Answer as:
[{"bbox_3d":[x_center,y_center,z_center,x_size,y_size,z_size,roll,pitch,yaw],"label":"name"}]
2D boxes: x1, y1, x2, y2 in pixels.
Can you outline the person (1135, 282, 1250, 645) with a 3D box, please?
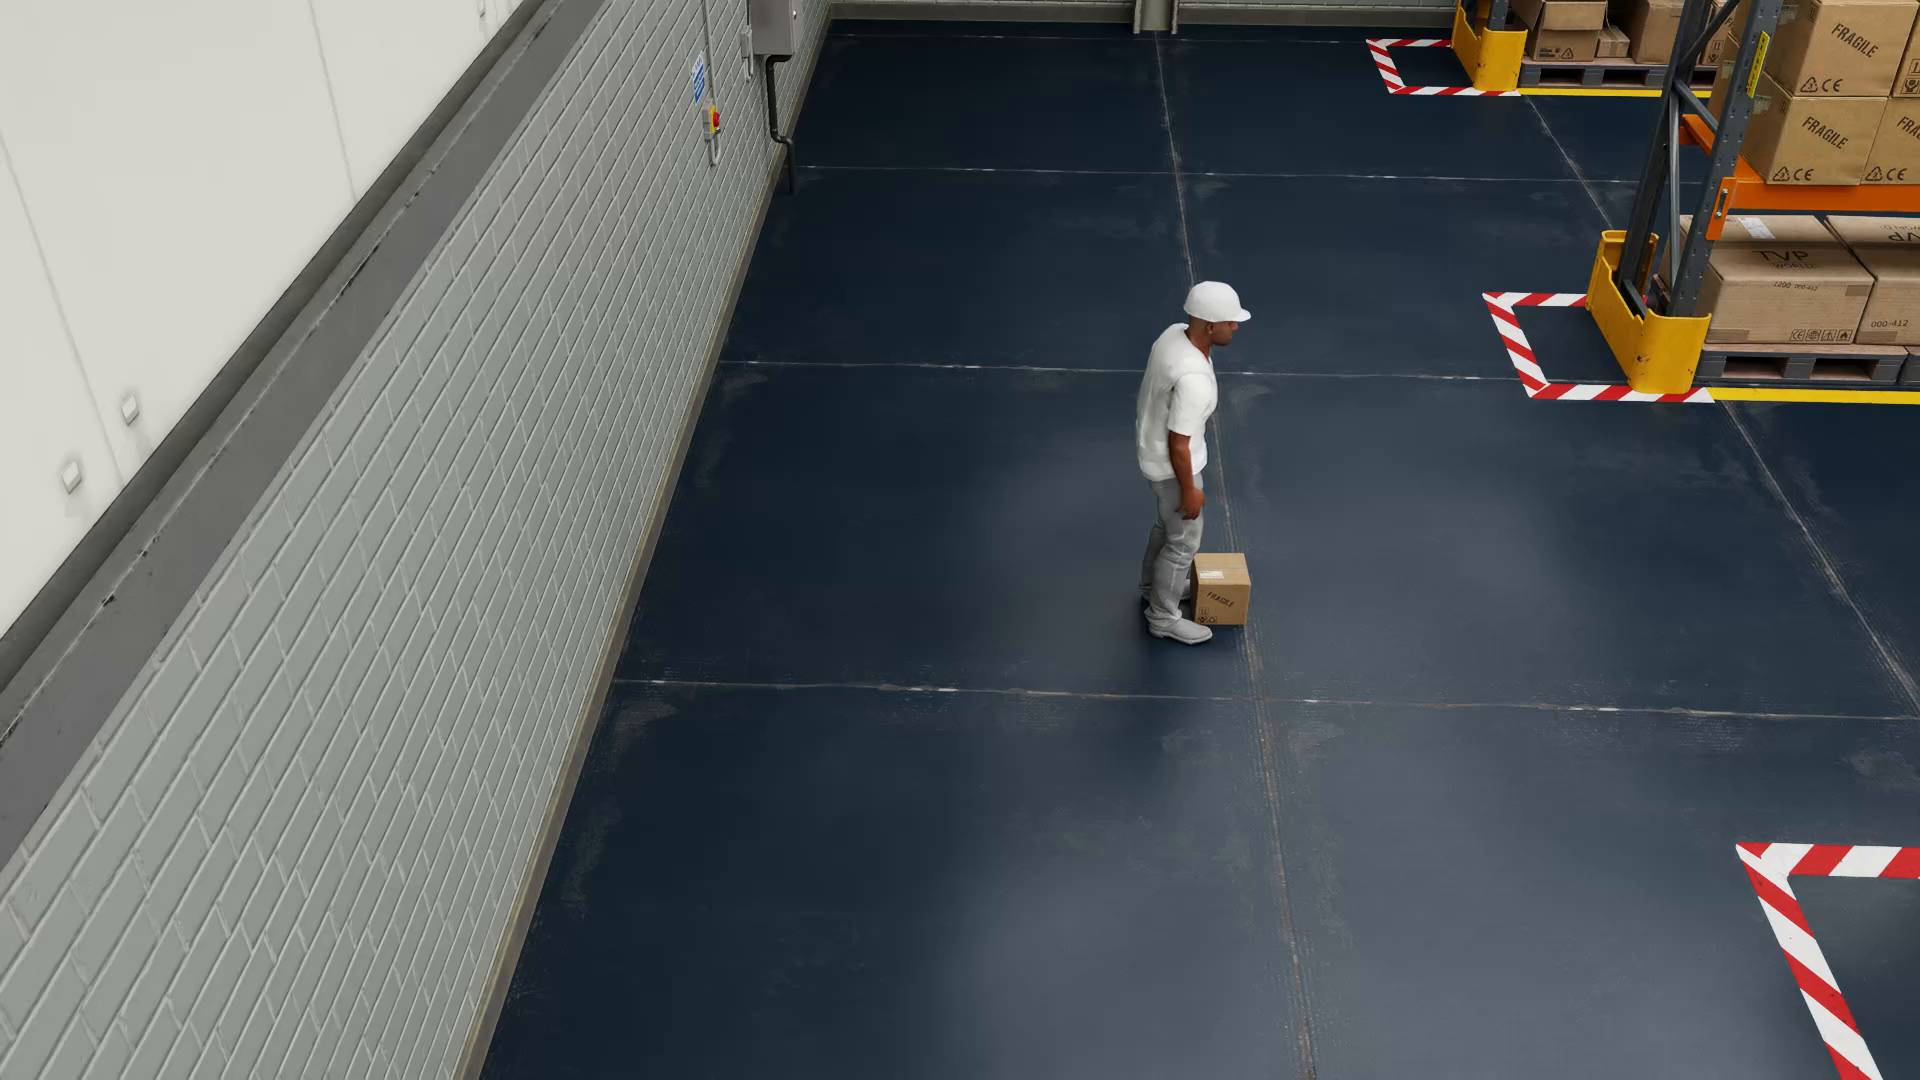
[{"bbox_3d":[1.028,-0.371,7.625,0.459,1.757,0.627,2,36,2],"label":"person"}]
